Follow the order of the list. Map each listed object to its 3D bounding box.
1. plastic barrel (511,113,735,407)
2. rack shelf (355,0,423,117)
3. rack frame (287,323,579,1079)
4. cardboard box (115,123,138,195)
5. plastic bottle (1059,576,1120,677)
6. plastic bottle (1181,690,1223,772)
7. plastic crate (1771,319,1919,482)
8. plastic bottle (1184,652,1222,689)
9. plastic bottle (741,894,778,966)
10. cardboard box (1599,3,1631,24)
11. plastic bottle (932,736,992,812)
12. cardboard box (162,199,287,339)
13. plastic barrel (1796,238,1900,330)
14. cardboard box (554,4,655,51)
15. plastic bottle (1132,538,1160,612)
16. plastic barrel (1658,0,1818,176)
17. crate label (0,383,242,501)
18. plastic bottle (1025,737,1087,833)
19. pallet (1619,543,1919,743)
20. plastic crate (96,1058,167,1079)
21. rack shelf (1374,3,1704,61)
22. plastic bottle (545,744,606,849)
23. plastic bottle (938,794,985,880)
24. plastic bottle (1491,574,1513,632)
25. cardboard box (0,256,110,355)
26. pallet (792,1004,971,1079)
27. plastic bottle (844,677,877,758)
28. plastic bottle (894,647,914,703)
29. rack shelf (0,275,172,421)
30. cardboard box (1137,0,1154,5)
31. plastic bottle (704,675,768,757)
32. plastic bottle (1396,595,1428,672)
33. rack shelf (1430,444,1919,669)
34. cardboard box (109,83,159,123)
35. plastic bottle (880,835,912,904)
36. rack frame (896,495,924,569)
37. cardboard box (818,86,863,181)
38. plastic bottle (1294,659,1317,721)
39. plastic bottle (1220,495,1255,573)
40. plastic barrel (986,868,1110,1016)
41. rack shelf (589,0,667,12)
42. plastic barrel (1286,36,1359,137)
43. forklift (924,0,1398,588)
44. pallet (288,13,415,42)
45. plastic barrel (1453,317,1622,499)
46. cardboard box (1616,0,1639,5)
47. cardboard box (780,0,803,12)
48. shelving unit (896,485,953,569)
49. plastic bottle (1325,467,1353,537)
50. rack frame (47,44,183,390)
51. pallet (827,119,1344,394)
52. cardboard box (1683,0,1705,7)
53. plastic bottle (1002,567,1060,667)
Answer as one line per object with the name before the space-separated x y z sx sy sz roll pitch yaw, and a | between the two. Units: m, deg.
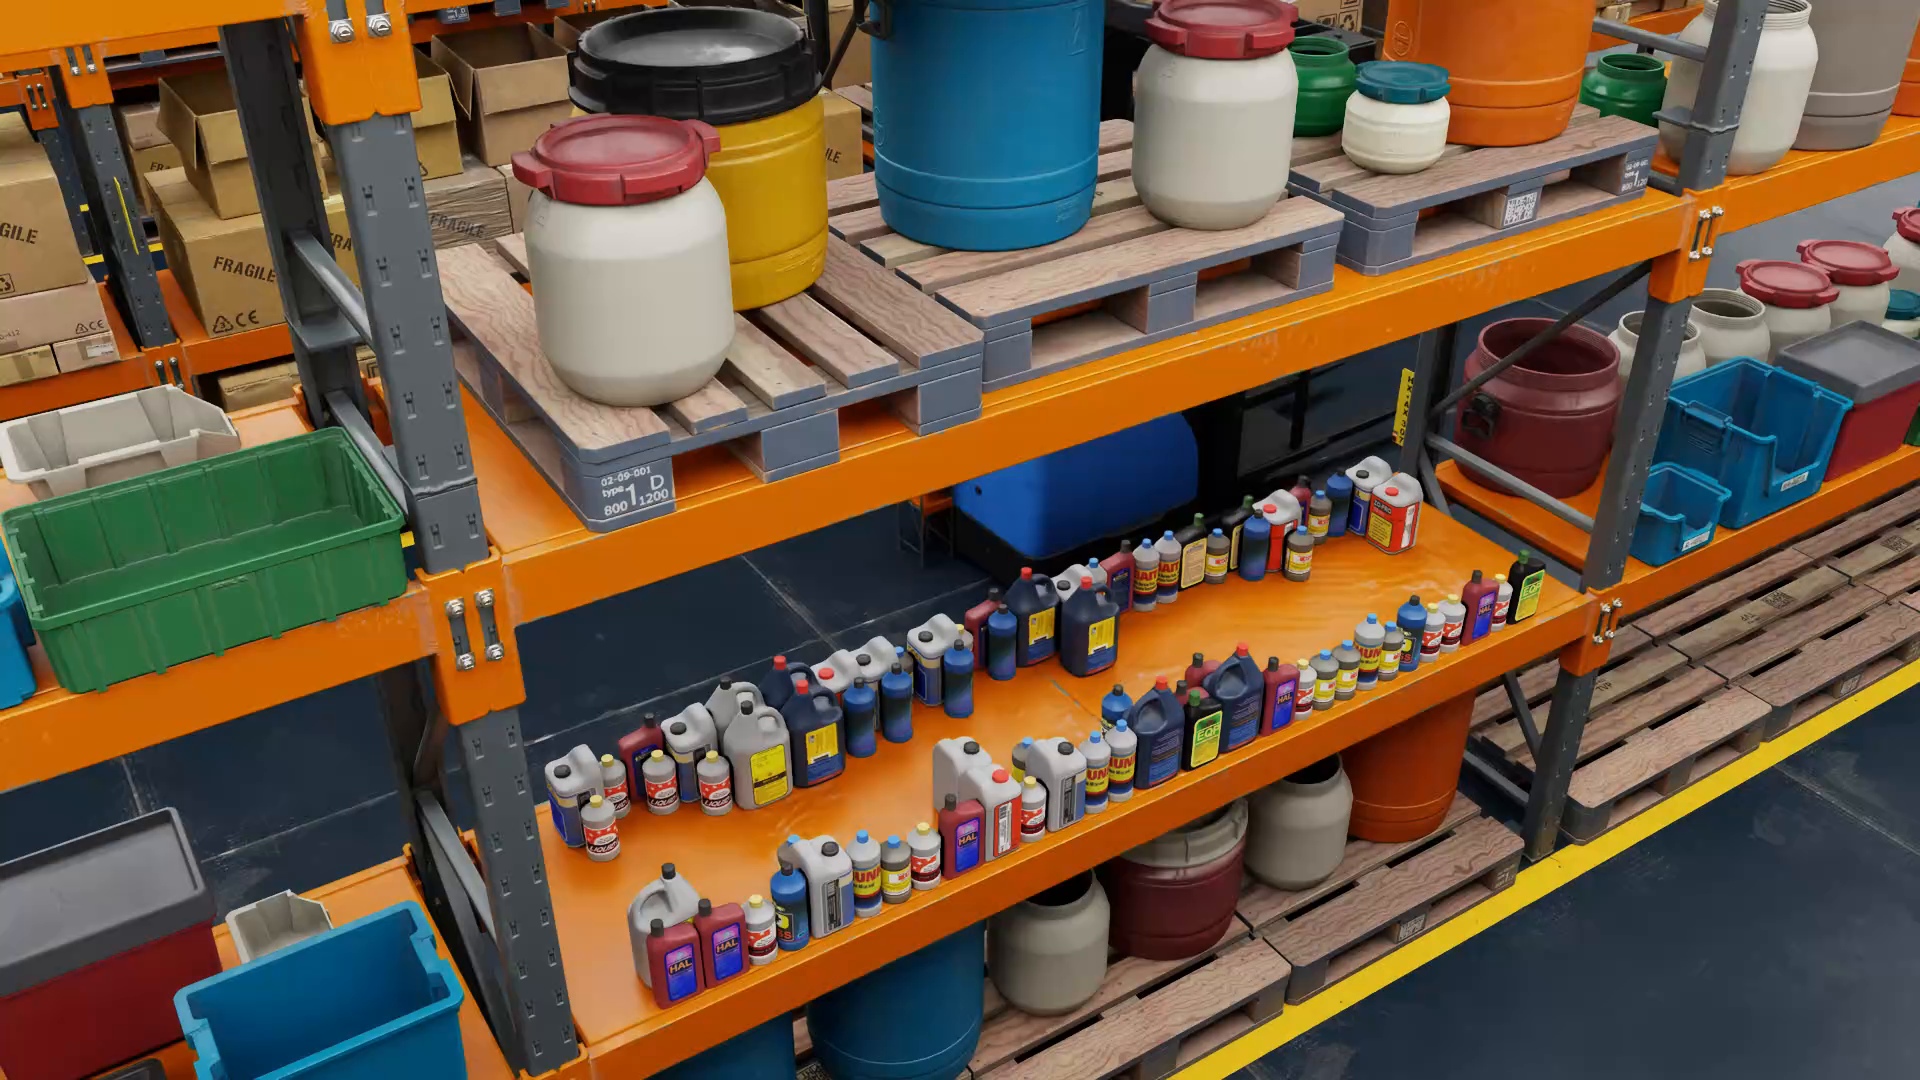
plastic barrel | -0.704 -0.593 3.546 0.433 0.535 0.433 0 32 0
rack shelf | 0.399 -1.692 4.047 4.000 0.370 1.077 -19 37 -27
rack frame | -1.282 0.950 4.432 0.127 3.000 1.000 -19 37 -27
cardboard box | -6.082 -2.971 12.598 0.500 0.500 0.500 -20 37 -28
plastic bottle | 0.435 0.270 5.557 0.185 0.351 0.144 -19 37 -27
plastic bottle | 0.743 0.574 5.138 0.133 0.283 0.061 -19 37 -27
plastic crate | 3.604 -0.563 6.771 0.583 0.464 0.402 -19 37 -27
plastic bottle | 0.777 0.471 5.301 0.133 0.283 0.061 -19 37 -27
plastic bottle | -0.543 1.040 4.477 0.097 0.201 0.097 0 32 0
cardboard box | 4.789 -3.978 12.480 0.250 0.149 0.380 -19 37 -27
plastic bottle | 0.009 0.704 4.939 0.135 0.276 0.152 -19 37 -27
cardboard box | -3.443 -1.334 7.959 0.500 0.500 0.500 -19 37 -27
plastic barrel | 3.903 -1.029 7.443 0.433 0.535 0.433 0 32 0
cardboard box | -1.776 -2.502 8.871 0.637 0.503 0.797 -18 36 -26
plastic bottle | 0.652 0.117 5.874 0.097 0.271 0.097 0 32 0
plastic barrel | 2.507 -1.474 5.359 0.421 0.512 0.421 0 32 0
crate label | -1.850 -0.195 3.683 0.466 0.136 0.293 -19 37 -27
plastic bottle | 0.287 0.705 4.937 0.135 0.276 0.152 -19 37 -27
pallet | 3.777 0.416 7.892 1.213 0.211 1.003 -19 37 -27
plastic crate | -2.077 1.485 3.785 0.590 0.125 0.437 -19 37 -27
rack shelf | 4.440 -3.857 12.727 4.000 0.370 1.077 -19 37 -27
plastic bottle | -1.126 0.744 4.875 0.135 0.276 0.152 -19 37 -27
plastic bottle | 0.004 0.828 4.735 0.133 0.283 0.061 -19 37 -27
plastic bottle | 1.864 0.212 5.789 0.097 0.201 0.097 0 32 0
cardboard box | -4.194 -1.088 7.525 0.500 0.250 0.500 -20 37 -28
pallet | -0.611 1.925 5.500 1.213 0.211 1.003 -19 37 -27
plastic bottle | -0.312 0.545 5.195 0.097 0.271 0.097 0 32 0
plastic bottle | -0.199 0.439 5.428 0.097 0.201 0.097 0 32 0
rack shelf | -5.646 -0.388 7.228 4.000 0.370 1.077 -19 37 -27
cardboard box | 1.352 -3.262 10.619 0.637 0.503 0.797 -15 35 -22
plastic bottle | -0.687 0.559 5.099 0.185 0.351 0.144 -19 37 -27
plastic bottle | 1.507 0.305 5.576 0.097 0.271 0.097 0 32 0
rack shelf | 3.761 -0.480 7.373 4.000 0.370 1.077 -19 37 -27
cardboard box | -6.079 -3.290 12.401 0.500 0.250 0.500 -20 37 -29
plastic bottle | -0.185 0.916 4.672 0.097 0.201 0.097 0 32 0
rack frame | -0.256 -0.409 8.275 0.006 1.200 0.240 -21 38 -29
cardboard box | -0.884 -2.216 9.357 0.500 0.500 0.500 -18 36 -26
plastic bottle | 1.098 0.475 5.371 0.097 0.201 0.097 0 32 0
plastic bottle | 1.015 -0.024 6.087 0.133 0.283 0.061 -19 37 -27
plastic barrel | 0.303 1.348 5.741 0.421 0.512 0.421 0 32 0
rack shelf | -1.525 -4.954 14.467 4.000 0.370 1.077 -19 37 -27
plastic barrel | 1.065 -1.383 5.072 0.294 0.245 0.294 0 32 0
forklift | 1.281 -1.558 8.472 3.031 2.935 1.130 -21 38 -29
pallet | -4.847 -4.009 12.473 1.213 0.211 1.003 -19 37 -27
plastic barrel | 2.306 -0.533 6.657 0.708 0.536 0.600 -19 37 -27
cardboard box | 4.845 -4.437 12.601 0.500 0.500 0.875 -19 37 -27
cardboard box | -1.912 -4.296 14.465 0.750 0.750 1.050 -18 37 -27
shelving unit | -0.182 -0.438 8.320 0.189 1.200 0.258 -21 38 -29
plastic bottle | 1.429 -0.150 6.297 0.097 0.271 0.097 0 32 0
rack frame | -3.965 -1.271 7.953 0.127 3.000 1.000 -19 37 -27
pallet | 0.276 -0.838 4.633 1.213 0.211 1.003 -19 37 -27
cardboard box | 5.600 -4.291 12.976 0.250 0.149 0.380 -19 37 -27
plastic bottle | 0.239 0.240 5.604 0.185 0.351 0.144 -19 37 -27
